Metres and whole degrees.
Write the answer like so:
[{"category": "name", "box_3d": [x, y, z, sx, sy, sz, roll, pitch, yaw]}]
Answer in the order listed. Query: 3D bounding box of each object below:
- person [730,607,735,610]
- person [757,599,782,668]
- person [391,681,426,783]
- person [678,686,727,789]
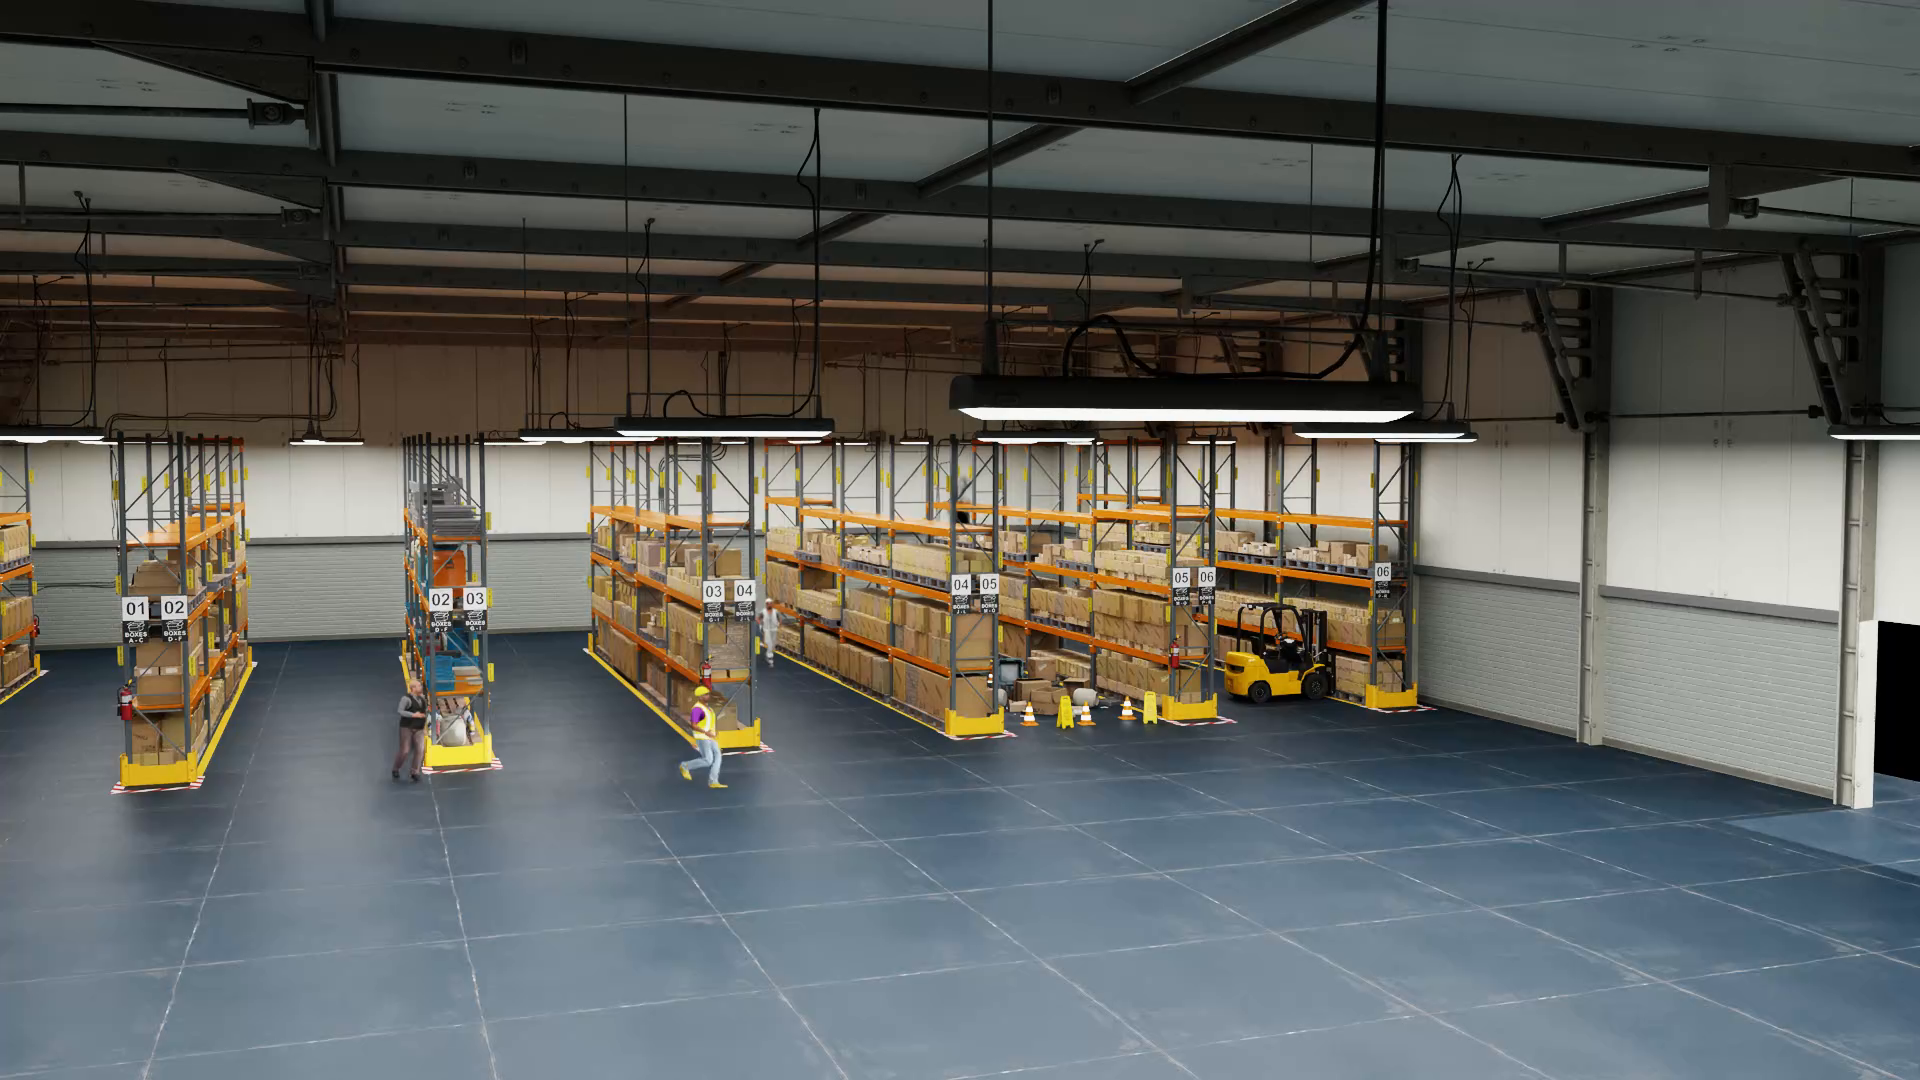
[{"category": "person", "box_3d": [-6.598, 2.155, 48.809, 0.765, 1.717, 0.915, 3, 4, 41]}, {"category": "person", "box_3d": [-4.968, 2.423, 43.556, 0.643, 1.788, 0.881, -1, 3, -18]}, {"category": "person", "box_3d": [-9.386, 3.287, 28.697, 0.801, 1.692, 0.660, 2, 4, 37]}, {"category": "person", "box_3d": [-4.311, 3.315, 27.948, 0.815, 1.727, 0.712, 1, 3, 9]}]
